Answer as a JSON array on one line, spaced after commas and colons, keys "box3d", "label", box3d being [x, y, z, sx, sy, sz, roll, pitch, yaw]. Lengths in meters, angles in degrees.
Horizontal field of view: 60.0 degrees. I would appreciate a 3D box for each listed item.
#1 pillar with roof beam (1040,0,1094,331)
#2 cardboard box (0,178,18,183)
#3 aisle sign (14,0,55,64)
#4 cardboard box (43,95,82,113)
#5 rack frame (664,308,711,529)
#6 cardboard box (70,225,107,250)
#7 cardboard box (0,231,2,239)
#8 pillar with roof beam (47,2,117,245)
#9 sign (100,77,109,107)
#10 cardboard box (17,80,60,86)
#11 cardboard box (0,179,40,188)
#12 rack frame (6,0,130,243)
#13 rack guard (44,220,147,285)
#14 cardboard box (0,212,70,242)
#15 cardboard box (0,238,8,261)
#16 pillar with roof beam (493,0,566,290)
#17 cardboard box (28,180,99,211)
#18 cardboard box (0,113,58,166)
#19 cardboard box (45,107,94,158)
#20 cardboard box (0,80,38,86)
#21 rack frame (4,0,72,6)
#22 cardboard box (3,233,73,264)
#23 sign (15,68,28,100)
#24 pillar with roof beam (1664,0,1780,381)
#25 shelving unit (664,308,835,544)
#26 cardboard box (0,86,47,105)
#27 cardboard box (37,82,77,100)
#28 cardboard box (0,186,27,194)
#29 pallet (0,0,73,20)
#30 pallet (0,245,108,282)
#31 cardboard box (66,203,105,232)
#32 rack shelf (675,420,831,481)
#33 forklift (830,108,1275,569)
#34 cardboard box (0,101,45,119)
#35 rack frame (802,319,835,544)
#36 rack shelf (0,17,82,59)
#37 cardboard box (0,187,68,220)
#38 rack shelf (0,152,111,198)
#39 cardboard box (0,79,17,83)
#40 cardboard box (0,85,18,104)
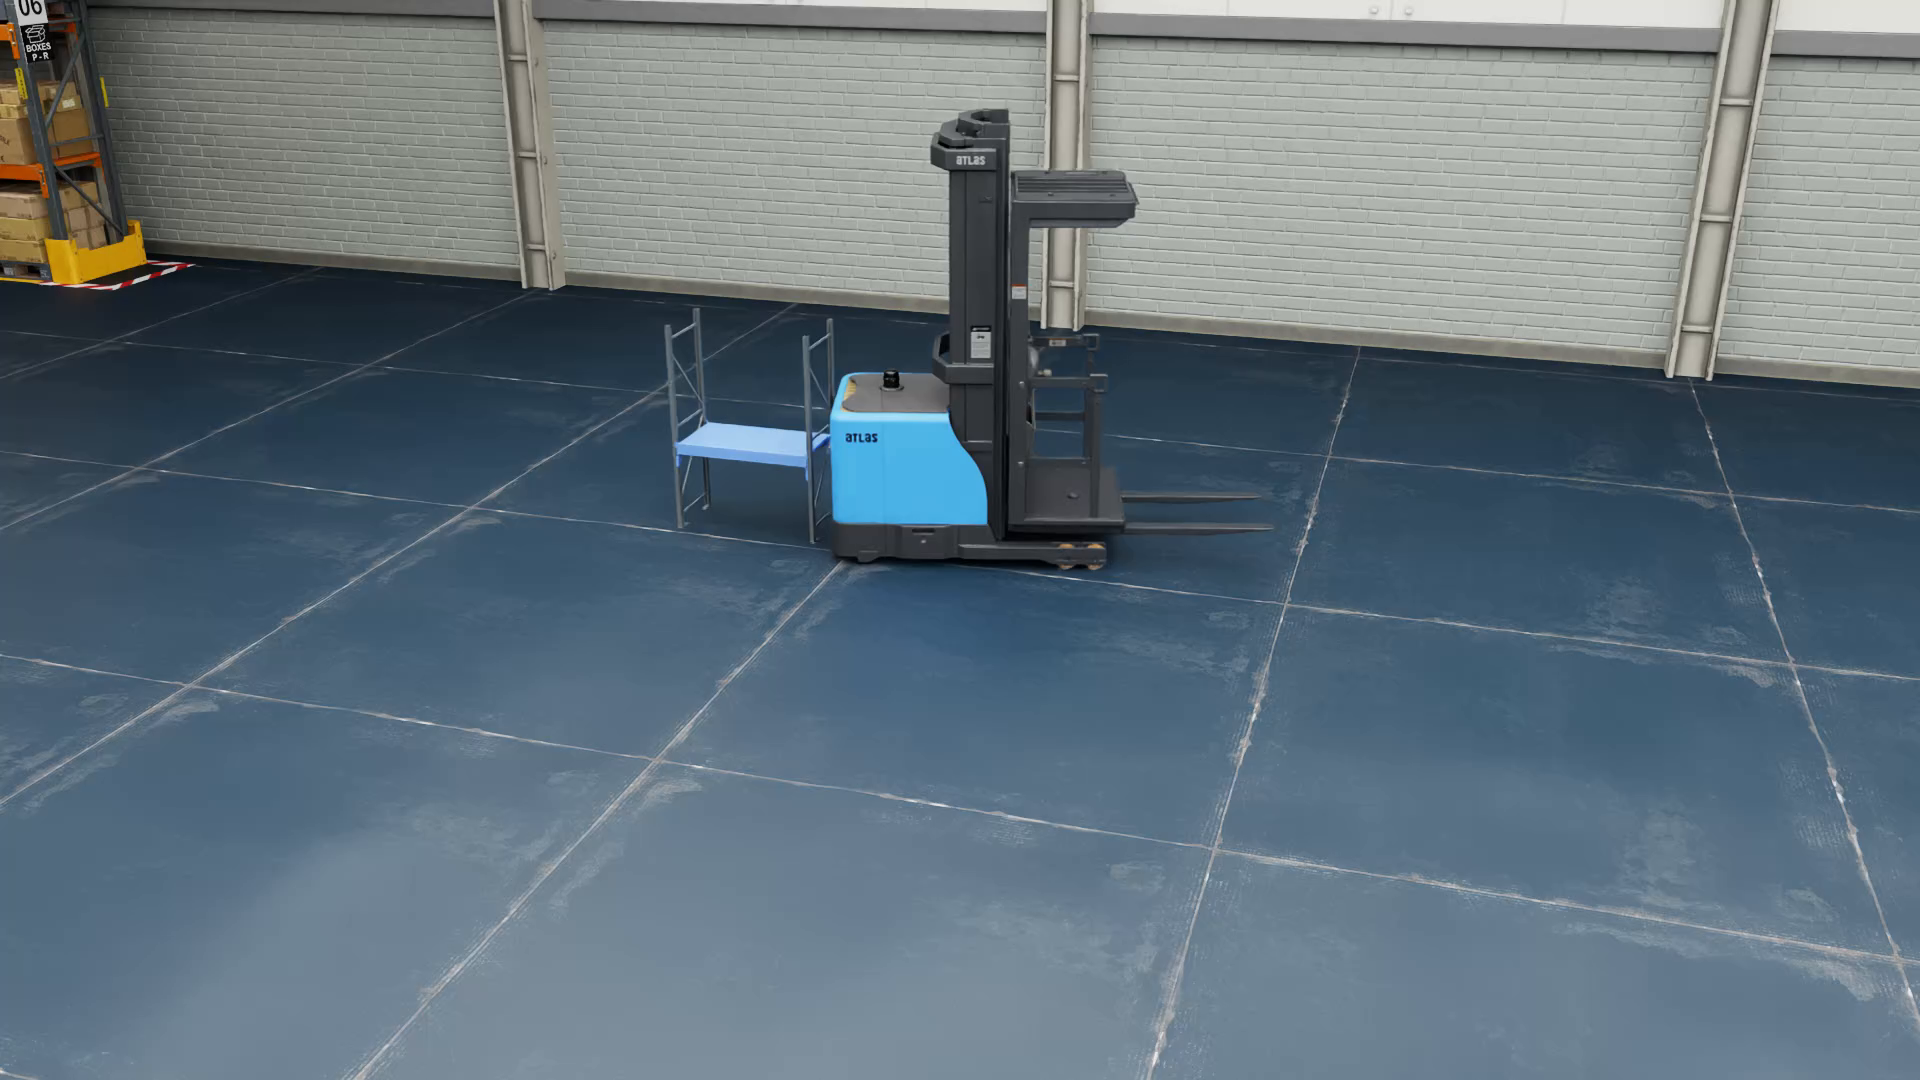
[{"box3d": [-0.184, -4.806, 11.629, 0.400, 9.000, 9.100, 7, 23, 16], "label": "pillar with roof beam"}, {"box3d": [-11.383, -4.125, 19.626, 0.500, 0.250, 0.500, 6, 23, 15], "label": "cardboard box"}, {"box3d": [-10.045, -5.595, 18.033, 0.004, 0.787, 0.394, 7, 23, 16], "label": "aisle sign"}, {"box3d": [-10.273, -4.984, 18.982, 0.250, 0.149, 0.380, 6, 23, 14], "label": "cardboard box"}, {"box3d": [-1.942, -0.866, 11.904, 0.032, 1.500, 0.500, 7, 23, 15], "label": "rack frame"}, {"box3d": [-10.437, -3.554, 19.550, 0.500, 0.250, 0.500, 7, 23, 16], "label": "cardboard box"}, {"box3d": [-11.056, -3.659, 19.148, 0.500, 0.250, 0.500, 6, 23, 15], "label": "cardboard box"}, {"box3d": [-11.673, -6.122, 14.836, 0.400, 9.000, 9.100, 7, 23, 16], "label": "pillar with roof beam"}, {"box3d": [-9.857, -5.145, 19.114, 0.005, 0.325, 0.100, 7, 23, 16], "label": "sign"}, {"box3d": [-10.519, -5.157, 19.011, 0.250, 0.149, 0.380, 7, 23, 17], "label": "cardboard box"}, {"box3d": [-10.908, -4.066, 19.483, 0.500, 0.250, 0.500, 7, 23, 16], "label": "cardboard box"}, {"box3d": [-10.023, -4.506, 18.804, 0.127, 3.000, 1.000, 7, 23, 16], "label": "rack frame"}, {"box3d": [-10.000, -3.347, 19.272, 0.348, 0.500, 1.175, 7, 23, 16], "label": "rack guard"}, {"box3d": [-10.579, -3.600, 19.004, 0.500, 0.250, 0.500, 6, 23, 15], "label": "cardboard box"}, {"box3d": [-11.037, -3.423, 19.233, 0.500, 0.250, 0.500, 7, 23, 15], "label": "cardboard box"}, {"box3d": [-5.928, -5.464, 13.233, 0.400, 9.000, 9.100, 7, 23, 16], "label": "pillar with roof beam"}, {"box3d": [-10.428, -4.013, 19.352, 0.500, 0.250, 0.500, 6, 23, 15], "label": "cardboard box"}, {"box3d": [-10.570, -4.511, 18.684, 0.500, 0.500, 0.500, 6, 23, 14], "label": "cardboard box"}, {"box3d": [-10.417, -4.708, 19.163, 0.500, 0.500, 0.500, 7, 23, 17], "label": "cardboard box"}, {"box3d": [-10.780, -5.170, 19.042, 0.250, 0.149, 0.380, 7, 23, 17], "label": "cardboard box"}, {"box3d": [-10.023, -7.282, 17.665, 0.127, 3.000, 1.000, 7, 23, 16], "label": "rack frame"}, {"box3d": [-10.564, -3.365, 19.092, 0.500, 0.250, 0.500, 7, 23, 16], "label": "cardboard box"}, {"box3d": [-10.193, -4.956, 18.062, 0.005, 0.325, 0.100, 7, 23, 16], "label": "sign"}, {"box3d": [5.560, -4.148, 10.026, 0.400, 9.000, 9.100, 7, 23, 16], "label": "pillar with roof beam"}, {"box3d": [-1.456, -0.810, 11.769, 1.048, 1.500, 0.538, 7, 23, 15], "label": "shelving unit"}, {"box3d": [-10.427, -4.953, 18.514, 0.250, 0.149, 0.380, 7, 23, 16], "label": "cardboard box"}, {"box3d": [-10.283, -5.105, 18.884, 0.250, 0.149, 0.380, 6, 23, 14], "label": "cardboard box"}, {"box3d": [-11.044, -3.882, 19.034, 0.500, 0.250, 0.500, 7, 23, 16], "label": "cardboard box"}, {"box3d": [-10.692, -5.940, 18.463, 1.213, 0.211, 1.003, 7, 23, 16], "label": "pallet"}, {"box3d": [-10.767, -3.285, 19.500, 1.213, 0.211, 1.003, 7, 23, 16], "label": "pallet"}, {"box3d": [-10.413, -3.787, 19.461, 0.500, 0.250, 0.500, 7, 23, 16], "label": "cardboard box"}, {"box3d": [-1.456, -0.644, 11.837, 1.000, 0.185, 0.538, 7, 23, 15], "label": "rack shelf"}, {"box3d": [0.646, -1.364, 11.234, 3.031, 2.935, 1.130, 0, 22, 1], "label": "forklift"}, {"box3d": [-10.436, -4.789, 18.506, 0.250, 0.149, 0.380, 7, 23, 16], "label": "cardboard box"}, {"box3d": [-0.969, -0.755, 11.633, 0.032, 1.500, 0.500, 7, 23, 15], "label": "rack frame"}, {"box3d": [-11.938, -5.781, 18.905, 4.000, 0.370, 1.077, 7, 23, 16], "label": "rack shelf"}, {"box3d": [-10.554, -3.828, 18.903, 0.500, 0.250, 0.500, 7, 23, 17], "label": "cardboard box"}, {"box3d": [-11.938, -4.393, 19.475, 4.000, 0.370, 1.077, 7, 23, 16], "label": "rack shelf"}, {"box3d": [-11.013, -5.202, 19.121, 0.250, 0.149, 0.380, 7, 23, 16], "label": "cardboard box"}, {"box3d": [-10.672, -4.969, 18.553, 0.250, 0.149, 0.380, 7, 23, 16], "label": "cardboard box"}]
